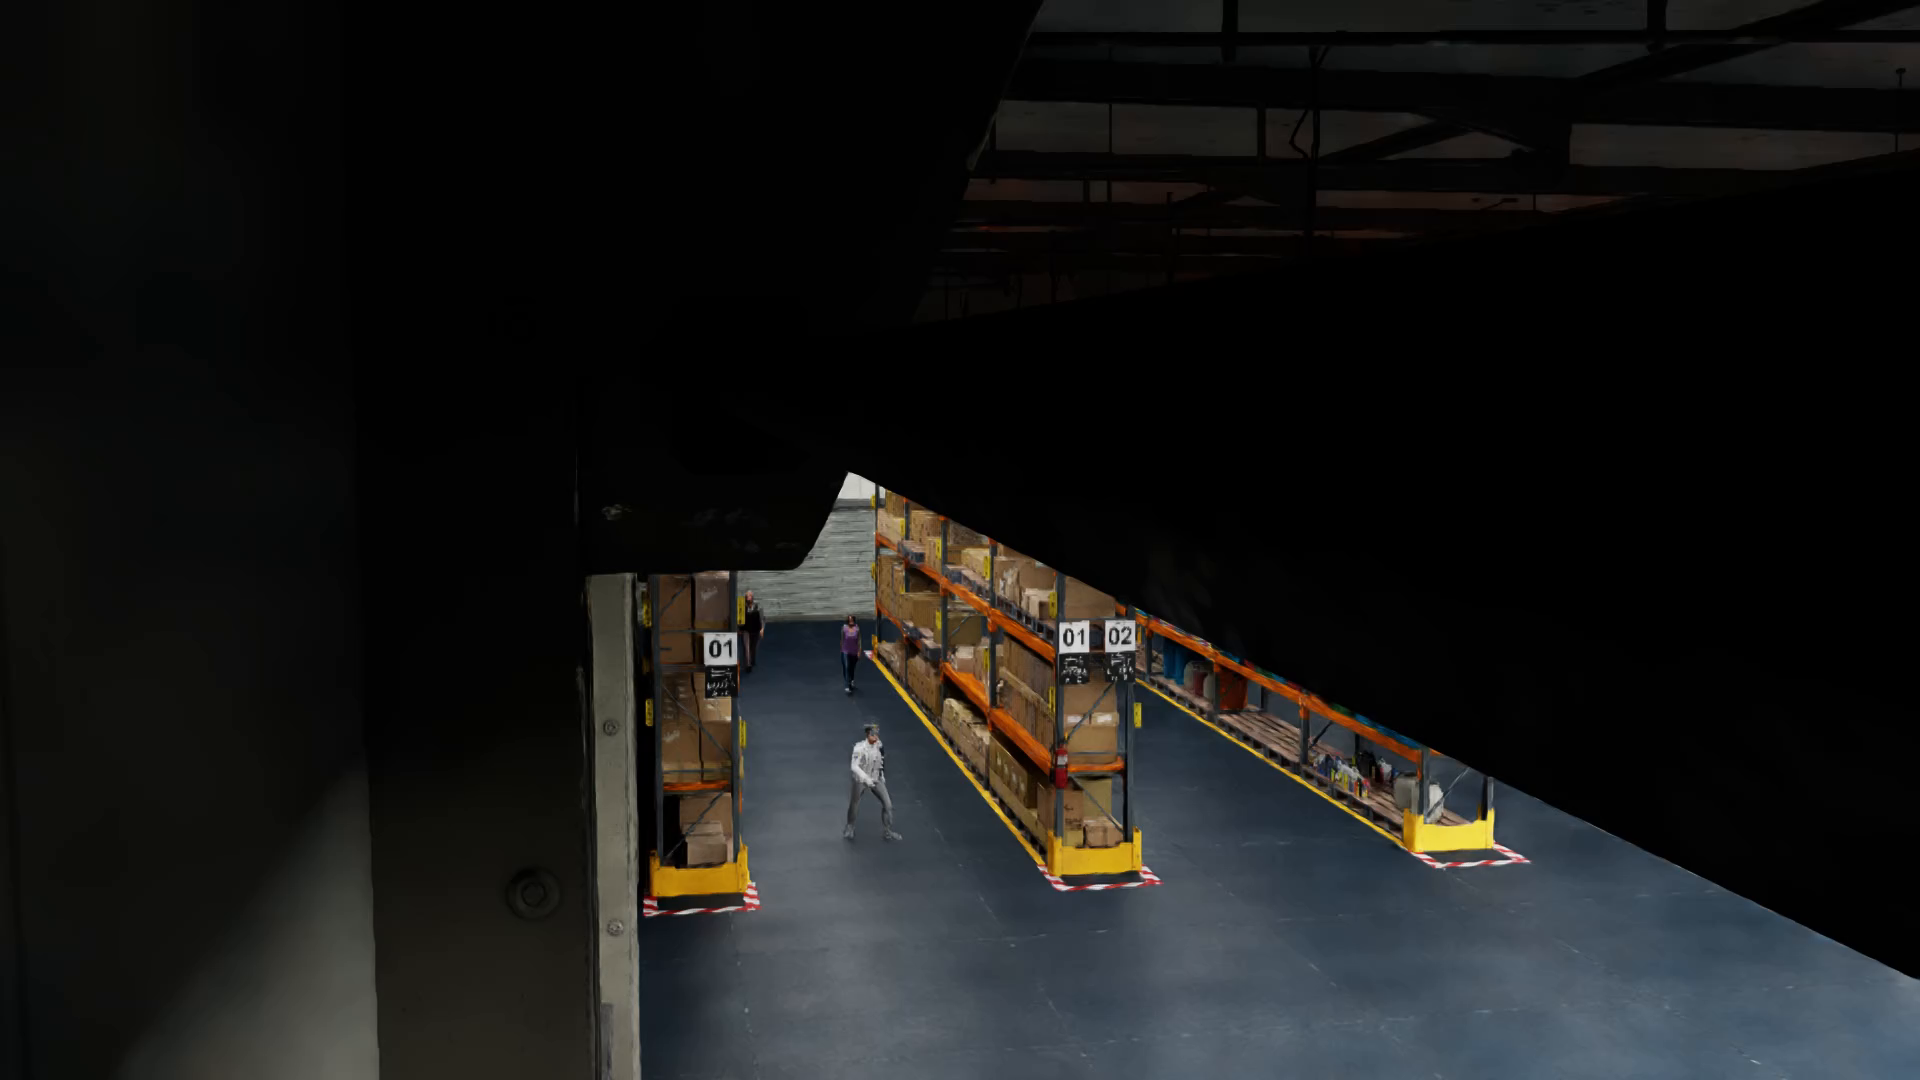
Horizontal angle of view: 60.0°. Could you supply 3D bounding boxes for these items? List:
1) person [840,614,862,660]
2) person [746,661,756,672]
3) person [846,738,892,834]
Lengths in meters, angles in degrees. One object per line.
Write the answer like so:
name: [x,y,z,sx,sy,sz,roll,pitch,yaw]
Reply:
person: [-2.143,1.907,32.743,0.416,0.932,0.358,-1,6,-11]
person: [-4.422,2.623,35.133,0.286,0.227,1.014,-1,6,-12]
person: [-1.266,3.291,22.418,0.598,1.322,0.670,-3,7,-29]
